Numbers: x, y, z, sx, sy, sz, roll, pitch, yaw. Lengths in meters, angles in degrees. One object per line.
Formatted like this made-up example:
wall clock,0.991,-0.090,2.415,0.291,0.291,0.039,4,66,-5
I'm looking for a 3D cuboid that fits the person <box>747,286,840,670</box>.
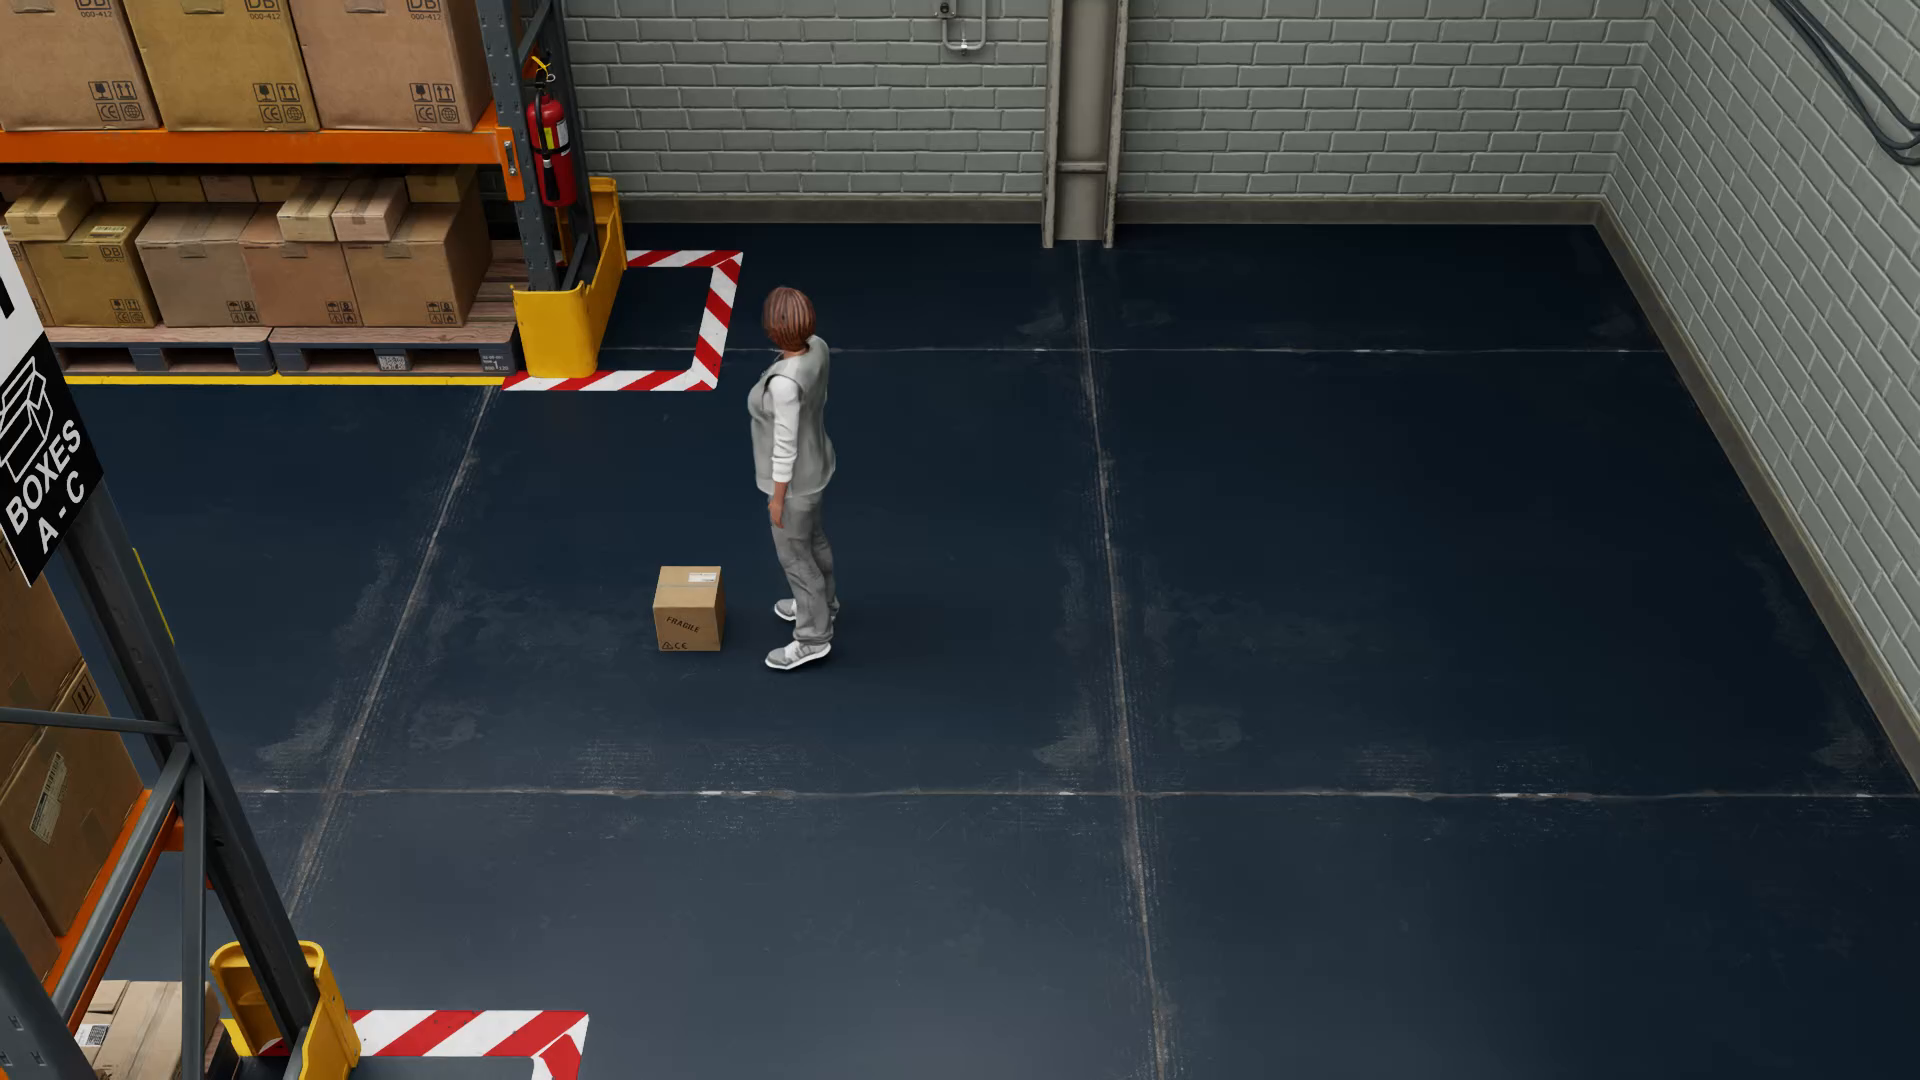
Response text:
person,-0.641,-0.240,6.428,0.315,1.602,0.518,7,41,8
